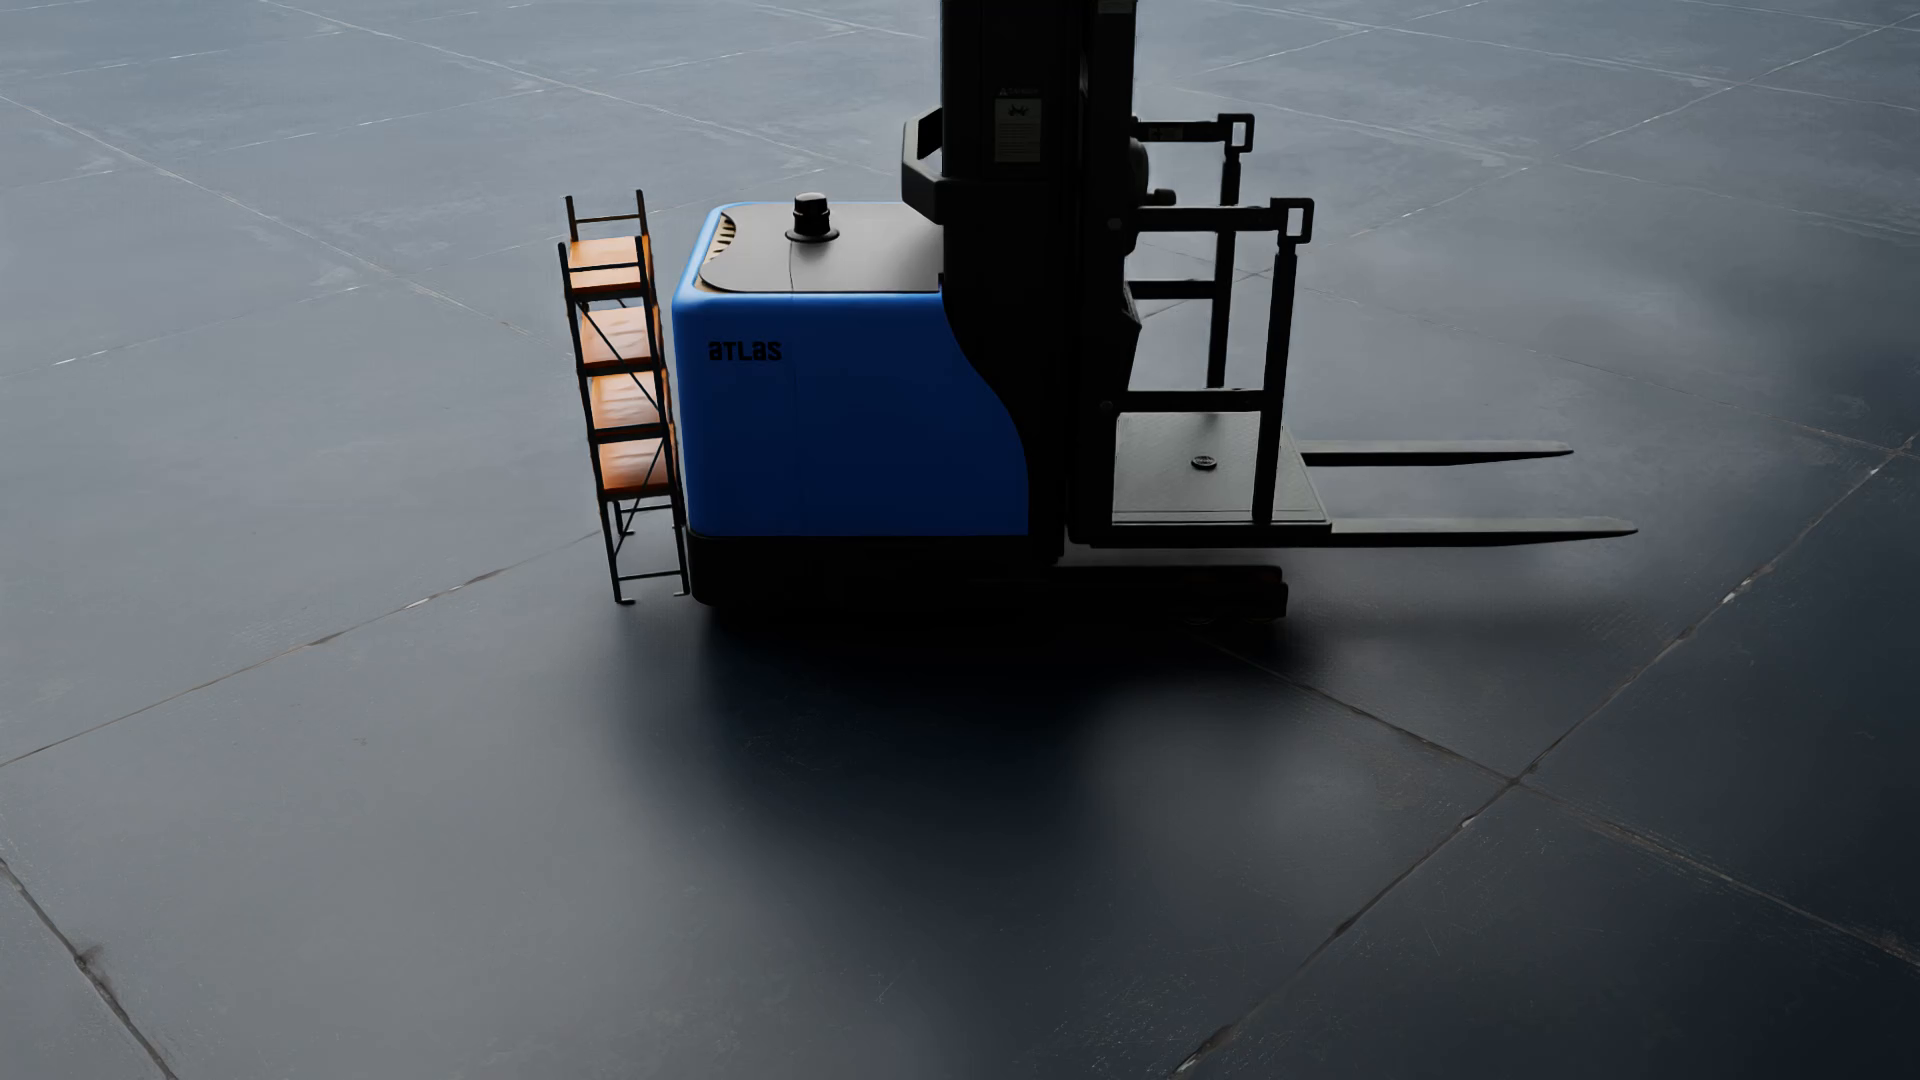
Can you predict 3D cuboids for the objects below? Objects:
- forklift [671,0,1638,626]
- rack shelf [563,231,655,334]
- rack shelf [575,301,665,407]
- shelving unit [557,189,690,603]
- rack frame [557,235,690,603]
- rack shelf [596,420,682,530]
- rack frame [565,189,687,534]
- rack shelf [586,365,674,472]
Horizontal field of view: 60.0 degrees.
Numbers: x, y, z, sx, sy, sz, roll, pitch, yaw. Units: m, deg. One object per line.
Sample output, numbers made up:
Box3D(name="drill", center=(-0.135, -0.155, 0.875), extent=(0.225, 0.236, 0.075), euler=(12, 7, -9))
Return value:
Box3D(name="forklift", center=(0.656, -1.276, 5.027), extent=(3.031, 2.935, 1.130), euler=(0, 28, -1))
Box3D(name="rack shelf", center=(-1.075, -0.799, 5.126), extent=(0.258, 0.148, 0.480), euler=(-7, 28, -7))
Box3D(name="rack shelf", center=(-1.065, -0.591, 5.237), extent=(0.258, 0.148, 0.480), euler=(-7, 28, -7))
Box3D(name="shelving unit", center=(-1.058, -0.453, 5.311), extent=(0.258, 1.200, 0.503), euler=(-7, 28, -7))
Box3D(name="rack frame", center=(-1.018, -0.341, 5.097), extent=(0.240, 1.200, 0.015), euler=(-7, 28, -7))
Box3D(name="rack shelf", center=(-1.047, -0.219, 5.436), extent=(0.258, 0.148, 0.480), euler=(-7, 28, -7))
Box3D(name="rack frame", center=(-1.098, -0.565, 5.524), extent=(0.240, 1.200, 0.015), euler=(-7, 28, -7))
Box3D(name="rack shelf", center=(-1.055, -0.394, 5.342), extent=(0.258, 0.148, 0.480), euler=(-7, 28, -7))
